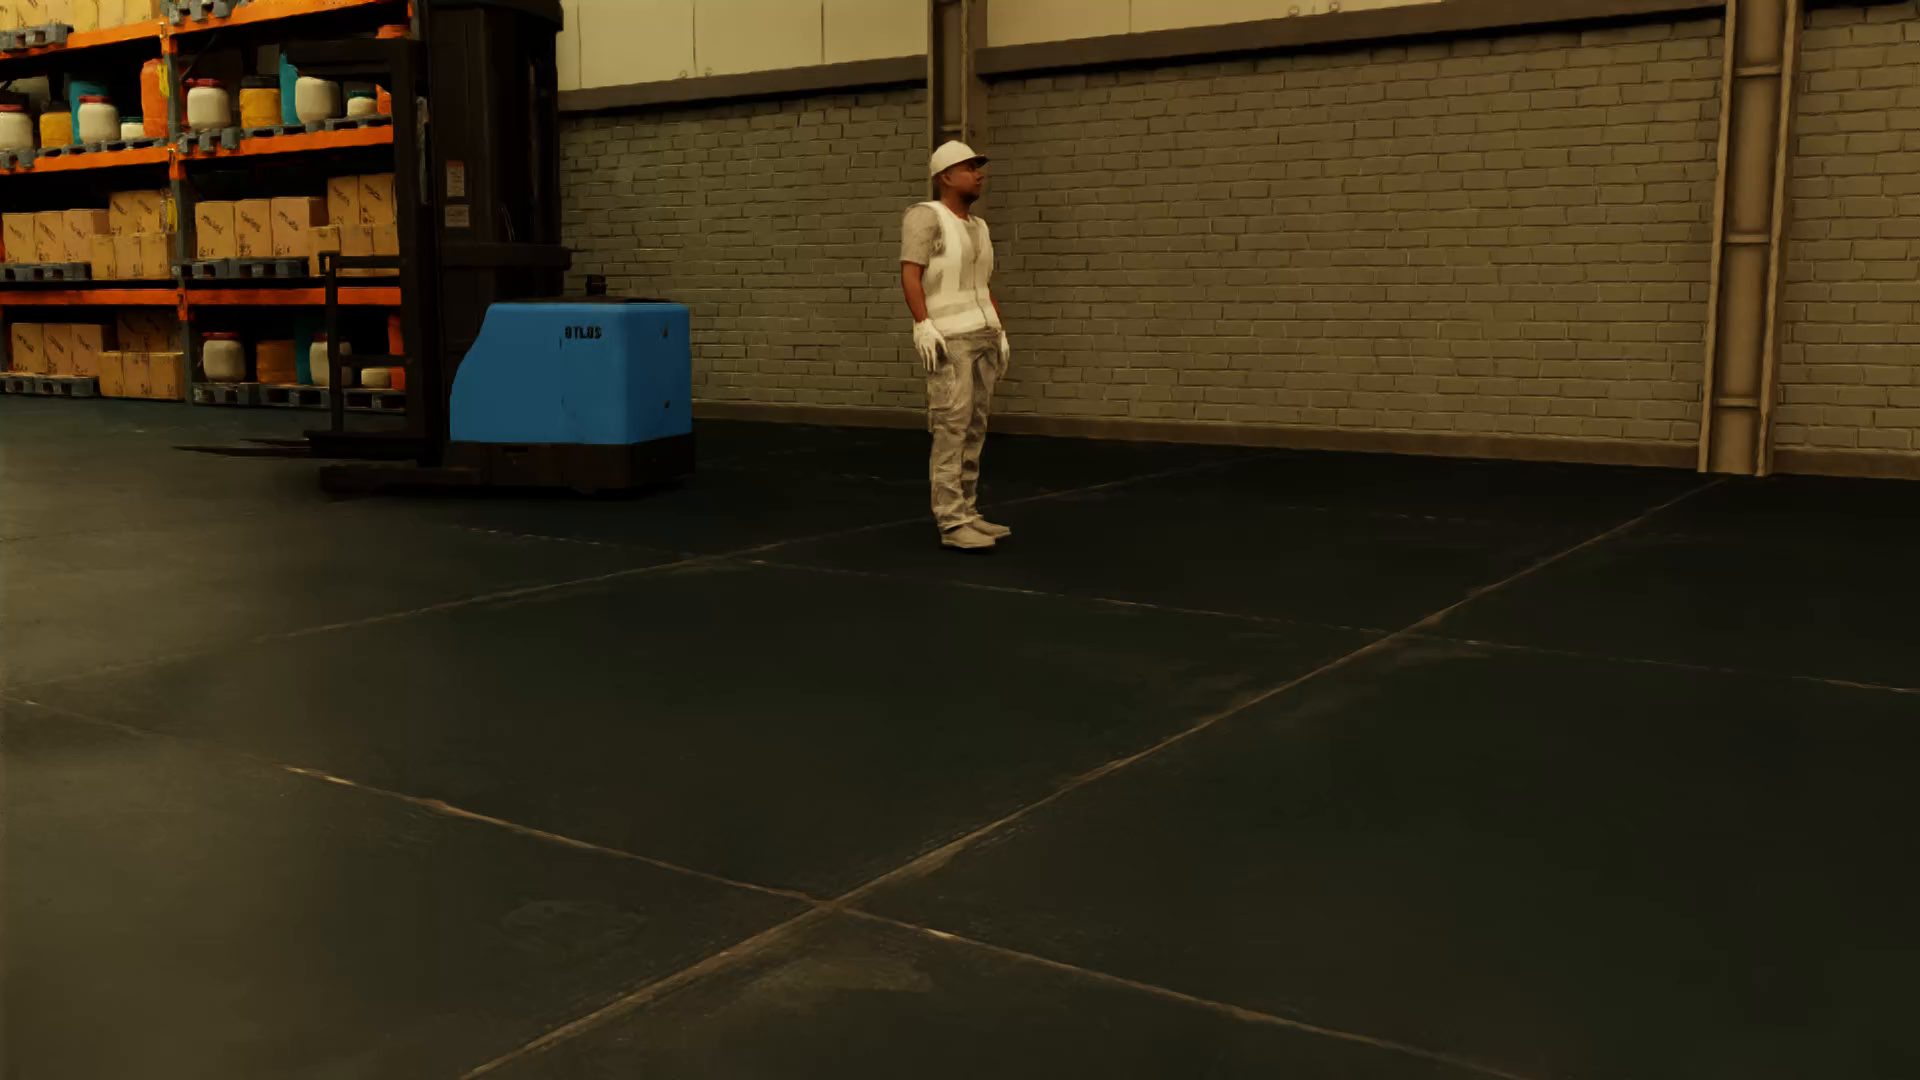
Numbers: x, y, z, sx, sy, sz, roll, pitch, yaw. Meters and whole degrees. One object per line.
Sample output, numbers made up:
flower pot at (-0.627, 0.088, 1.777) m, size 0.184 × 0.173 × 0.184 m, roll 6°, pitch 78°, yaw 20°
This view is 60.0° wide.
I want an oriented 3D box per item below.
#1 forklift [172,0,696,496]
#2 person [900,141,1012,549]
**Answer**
forklift at (-3.159, -1.781, 9.714) m, size 3.031 × 2.935 × 1.130 m, roll 2°, pitch 8°, yaw 14°
person at (0.055, -0.883, 7.431) m, size 0.576 × 1.782 × 0.655 m, roll 5°, pitch 10°, yaw 34°
